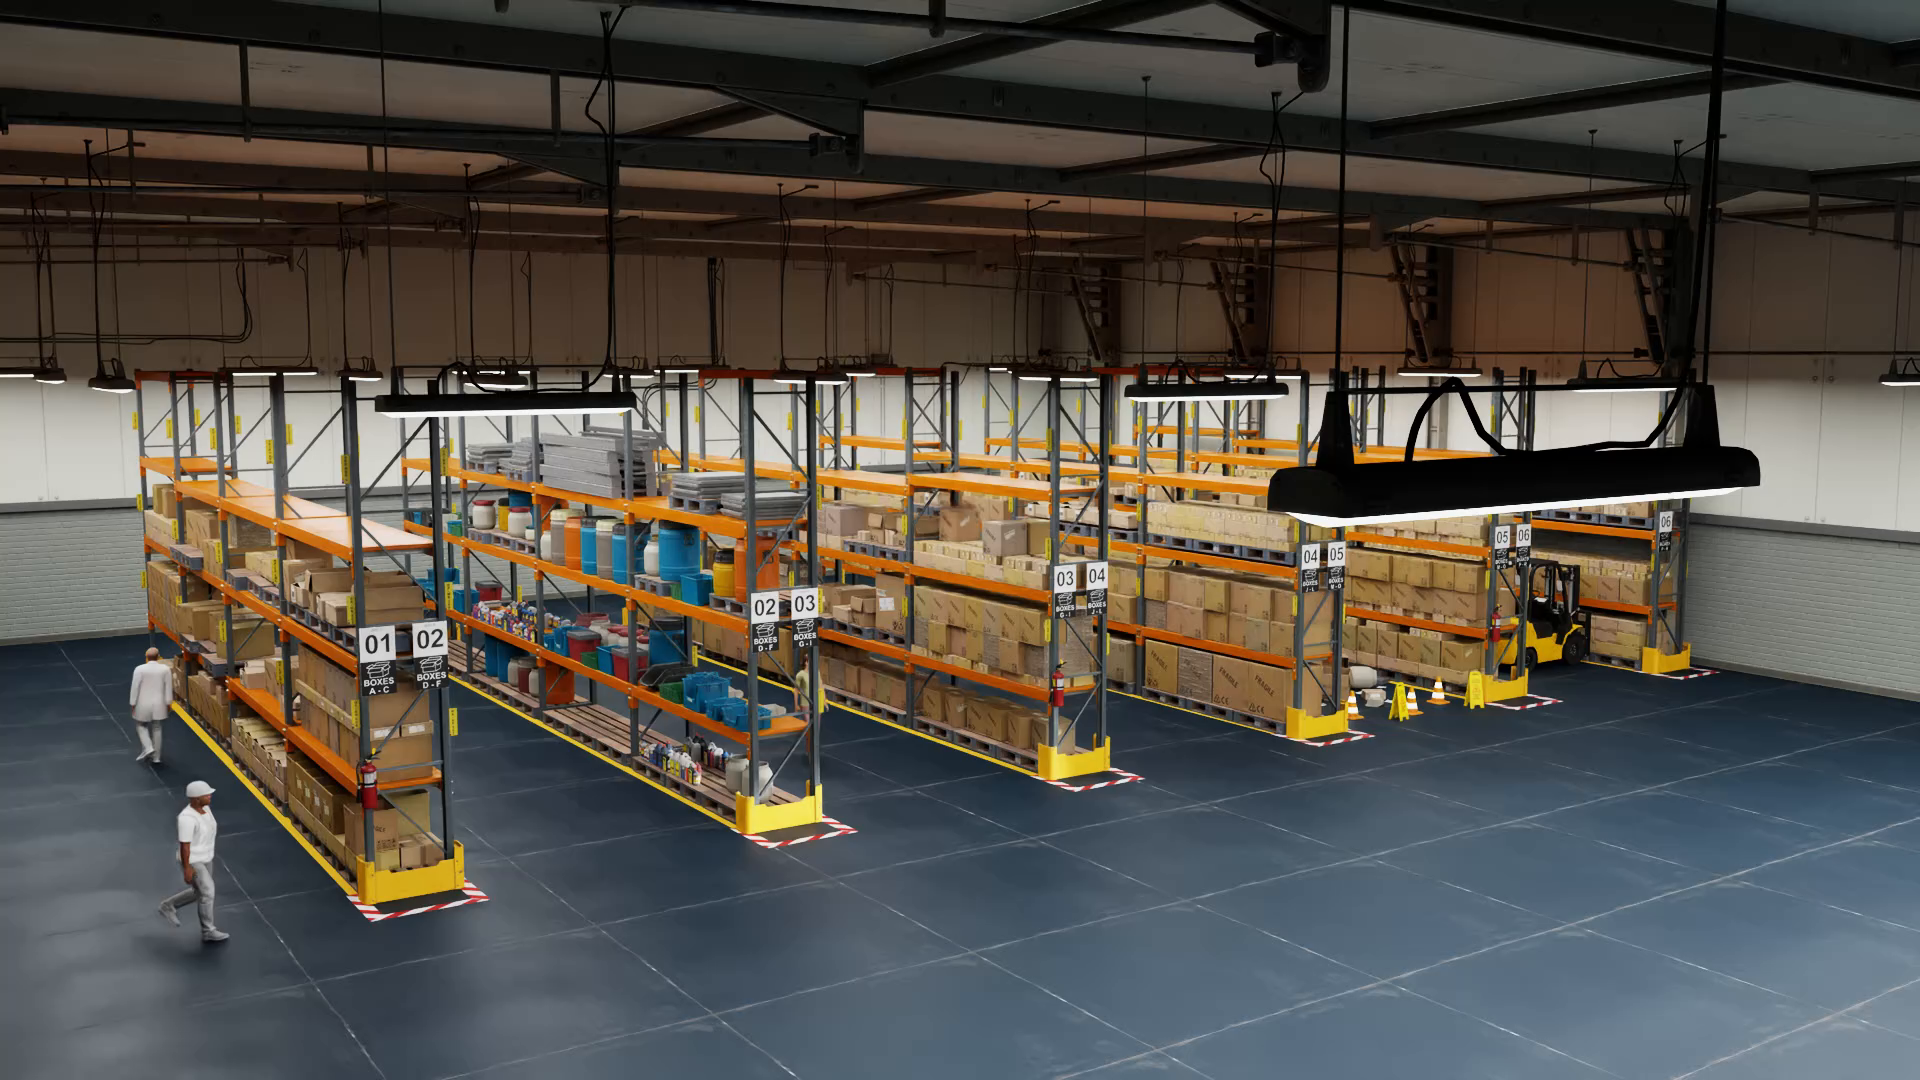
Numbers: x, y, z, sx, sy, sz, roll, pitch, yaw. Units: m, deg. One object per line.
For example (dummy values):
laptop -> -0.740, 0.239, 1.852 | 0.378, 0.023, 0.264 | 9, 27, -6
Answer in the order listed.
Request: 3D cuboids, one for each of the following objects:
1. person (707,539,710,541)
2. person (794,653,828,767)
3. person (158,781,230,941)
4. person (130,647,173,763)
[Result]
person -> -6.495, 0.747, 42.641 | 0.602, 1.567, 0.735 | -3, 7, -24
person -> -2.246, 2.615, 25.742 | 0.468, 1.692, 0.676 | -5, 8, -37
person -> -8.303, 3.443, 17.949 | 0.885, 1.737, 0.576 | 1, 6, 5
person -> -12.454, 2.548, 25.637 | 0.620, 1.778, 0.535 | -4, 7, -31
